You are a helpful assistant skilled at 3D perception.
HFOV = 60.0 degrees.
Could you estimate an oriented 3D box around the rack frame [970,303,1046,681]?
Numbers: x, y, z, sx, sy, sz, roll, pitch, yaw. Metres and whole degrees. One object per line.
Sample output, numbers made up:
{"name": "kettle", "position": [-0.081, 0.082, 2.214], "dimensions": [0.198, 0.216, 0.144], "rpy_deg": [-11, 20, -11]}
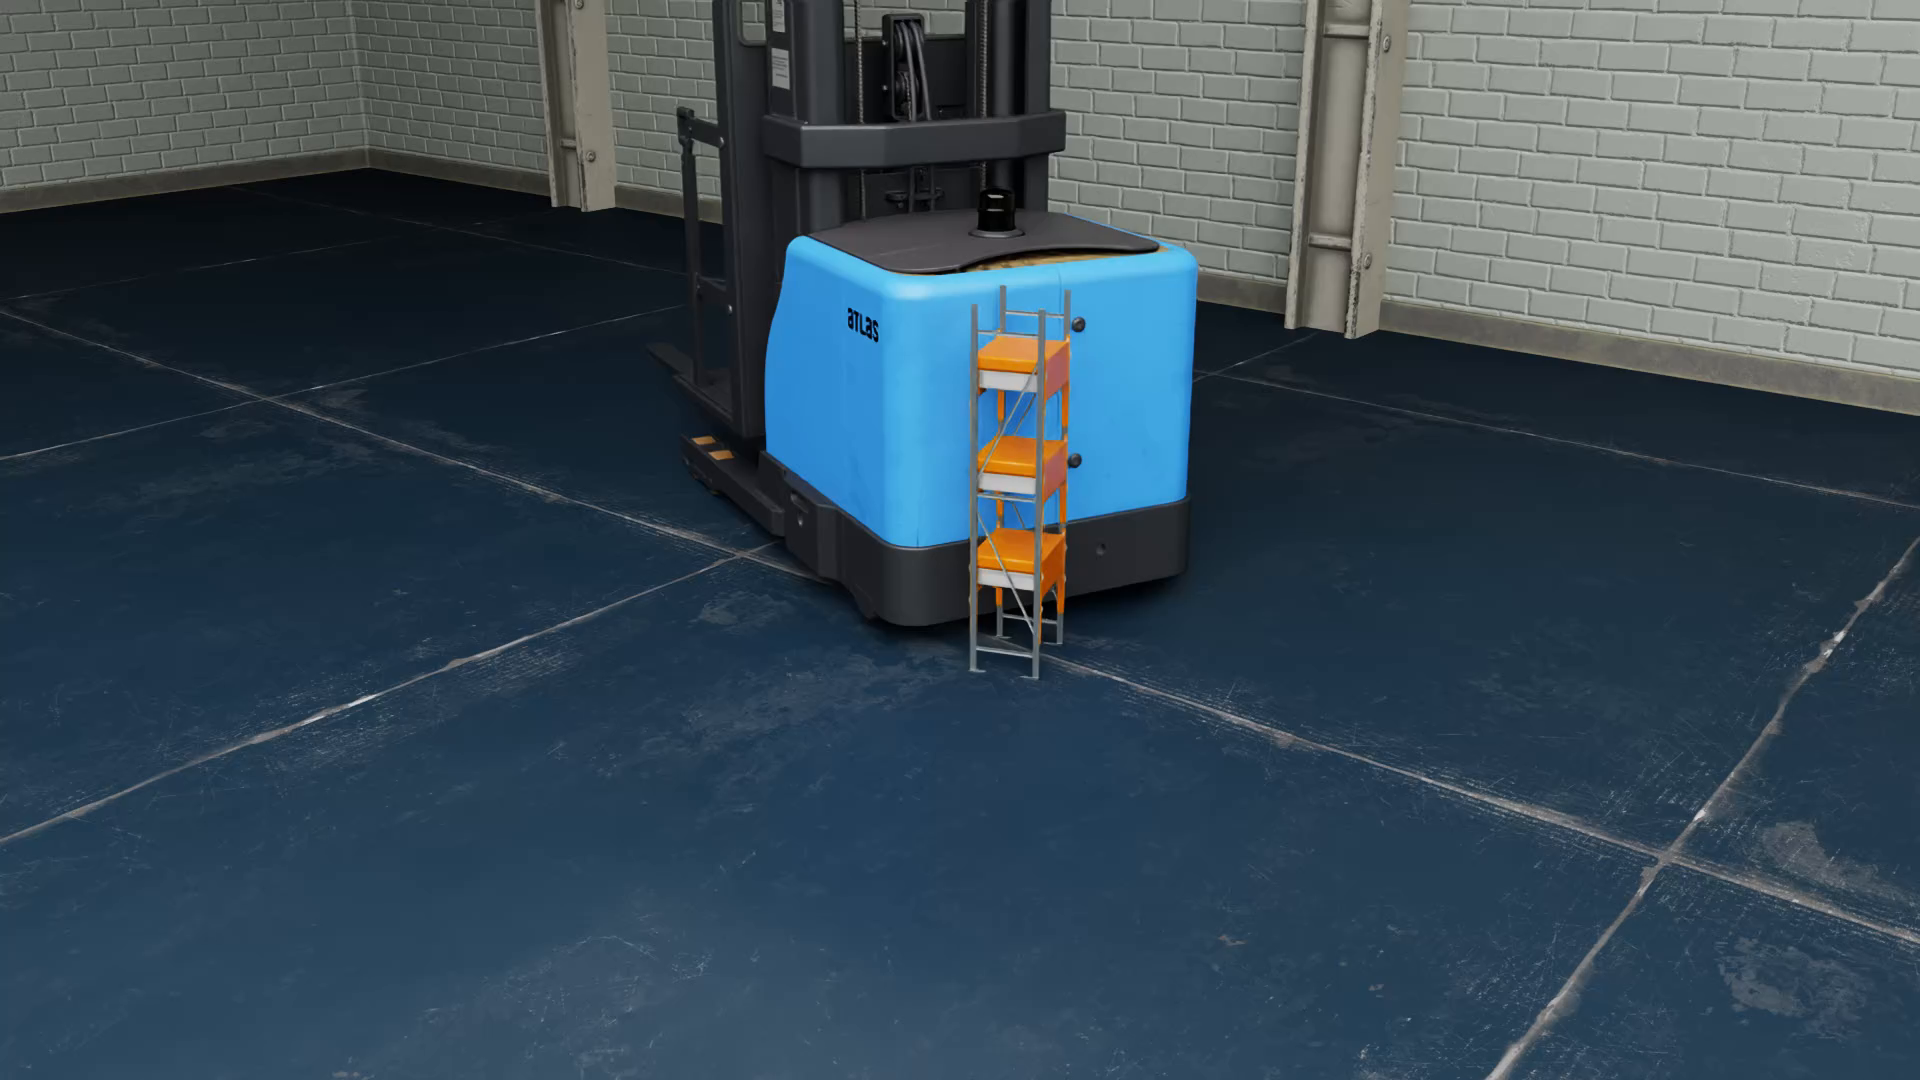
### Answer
{"name": "rack frame", "position": [0.125, -0.112, 4.476], "dimensions": [0.200, 1.050, 0.008], "rpy_deg": [7, 22, 18]}

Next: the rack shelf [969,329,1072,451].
{"name": "rack shelf", "position": [0.164, -0.408, 4.488], "dimensions": [0.215, 0.259, 0.240], "rpy_deg": [7, 22, 18]}

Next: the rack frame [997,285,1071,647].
{"name": "rack frame", "position": [0.204, -0.193, 4.692], "dimensions": [0.200, 1.050, 0.008], "rpy_deg": [7, 22, 18]}

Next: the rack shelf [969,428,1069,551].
{"name": "rack shelf", "position": [0.164, -0.142, 4.588], "dimensions": [0.215, 0.259, 0.240], "rpy_deg": [7, 22, 18]}

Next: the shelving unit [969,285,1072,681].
{"name": "shelving unit", "position": [0.164, -0.152, 4.584], "dimensions": [0.215, 1.050, 0.252], "rpy_deg": [7, 22, 18]}

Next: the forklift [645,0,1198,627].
{"name": "forklift", "position": [-0.398, -1.601, 5.758], "dimensions": [1.130, 2.935, 3.031], "rpy_deg": [-10, 23, -25]}

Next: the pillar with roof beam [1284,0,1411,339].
{"name": "pillar with roof beam", "position": [-0.805, -4.127, 3.858], "dimensions": [0.400, 9.000, 9.100], "rpy_deg": [16, 26, 36]}

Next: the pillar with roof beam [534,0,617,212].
{"name": "pillar with roof beam", "position": [-5.453, -5.465, 7.408], "dimensions": [0.400, 9.000, 9.100], "rpy_deg": [16, 26, 36]}

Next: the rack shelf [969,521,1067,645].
{"name": "rack shelf", "position": [0.164, 0.118, 4.686], "dimensions": [0.215, 0.259, 0.240], "rpy_deg": [7, 22, 18]}
